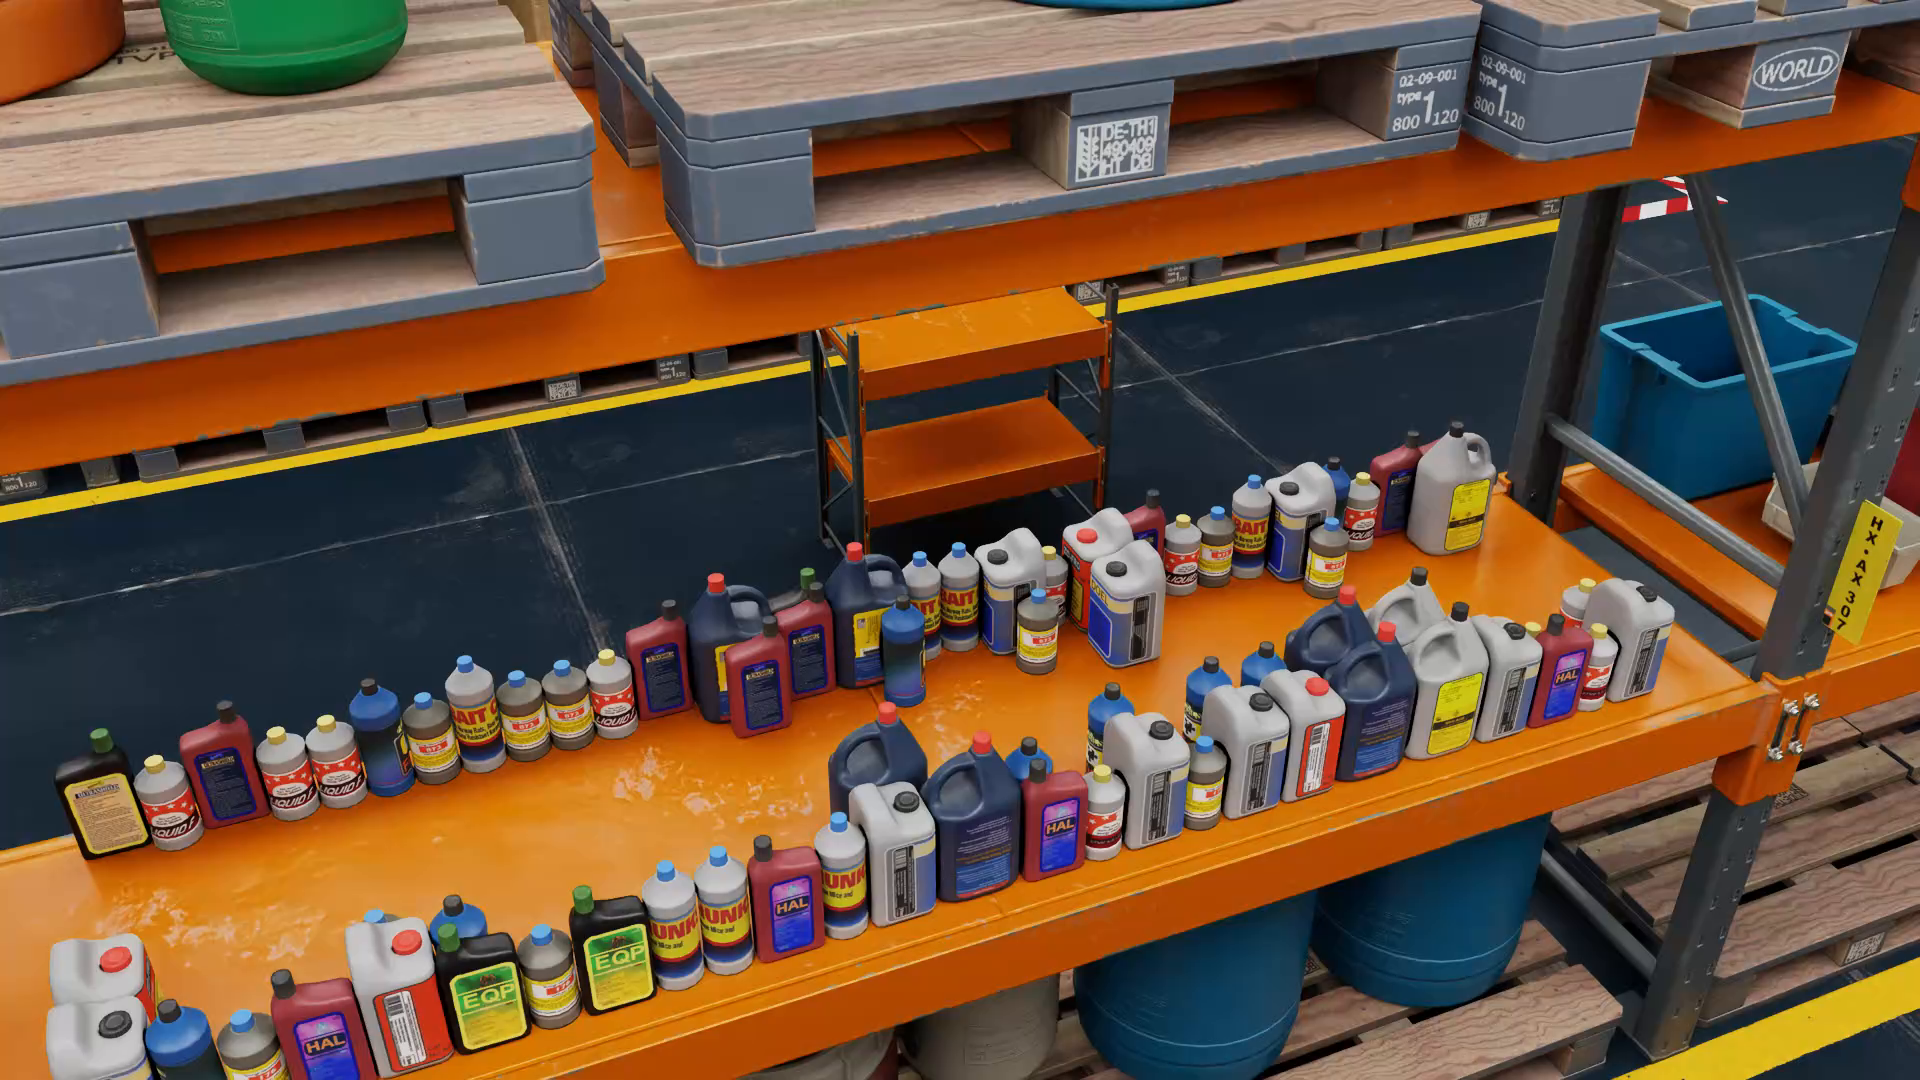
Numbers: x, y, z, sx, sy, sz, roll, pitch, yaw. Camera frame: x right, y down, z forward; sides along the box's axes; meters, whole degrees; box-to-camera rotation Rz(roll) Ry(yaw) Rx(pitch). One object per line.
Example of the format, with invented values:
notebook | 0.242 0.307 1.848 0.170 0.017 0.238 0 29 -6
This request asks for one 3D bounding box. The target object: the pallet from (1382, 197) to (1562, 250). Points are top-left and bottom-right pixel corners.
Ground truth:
pallet | 2.726 -2.070 9.738 1.213 0.211 1.003 -13 35 -19

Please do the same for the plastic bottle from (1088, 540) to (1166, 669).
plastic bottle | 0.388 0.142 3.894 0.135 0.276 0.152 -13 35 -19

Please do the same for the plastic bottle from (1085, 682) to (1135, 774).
plastic bottle | 0.313 0.414 3.481 0.097 0.271 0.097 0 33 0

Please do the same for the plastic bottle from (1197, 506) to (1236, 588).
plastic bottle | 0.638 0.010 4.166 0.097 0.201 0.097 0 33 0

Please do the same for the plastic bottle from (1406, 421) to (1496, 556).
plastic bottle | 1.269 -0.147 4.271 0.185 0.351 0.144 -13 35 -19

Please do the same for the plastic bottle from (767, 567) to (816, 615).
plastic bottle | -0.376 0.197 3.803 0.133 0.283 0.061 -13 35 -19

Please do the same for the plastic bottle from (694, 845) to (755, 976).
plastic bottle | -0.438 0.676 3.078 0.097 0.271 0.097 0 33 0

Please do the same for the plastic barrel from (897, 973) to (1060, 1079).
plastic barrel | 0.040 1.109 4.191 0.421 0.512 0.421 0 33 0

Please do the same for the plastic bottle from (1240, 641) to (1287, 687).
plastic bottle | 0.651 0.337 3.600 0.097 0.271 0.097 0 33 0

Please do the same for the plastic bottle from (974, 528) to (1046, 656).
plastic bottle | 0.115 0.115 3.937 0.135 0.276 0.152 -13 35 -19

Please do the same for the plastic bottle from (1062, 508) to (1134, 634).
plastic bottle | 0.329 0.066 4.012 0.135 0.276 0.152 -13 35 -19

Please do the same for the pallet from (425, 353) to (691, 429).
pallet | -2.019 -0.960 8.032 1.213 0.211 1.003 -13 35 -19

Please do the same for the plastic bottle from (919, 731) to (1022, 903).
plastic bottle | 0.020 0.524 3.239 0.185 0.351 0.144 -13 35 -19

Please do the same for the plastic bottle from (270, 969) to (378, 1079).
plastic bottle | -1.087 0.830 2.830 0.133 0.283 0.061 -13 35 -19

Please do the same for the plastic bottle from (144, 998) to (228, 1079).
plastic bottle | -1.290 0.871 2.779 0.097 0.271 0.097 0 33 0

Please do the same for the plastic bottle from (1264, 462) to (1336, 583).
plastic bottle | 0.845 -0.052 4.194 0.135 0.276 0.152 -13 35 -19

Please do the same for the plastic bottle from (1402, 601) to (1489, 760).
plastic bottle | 1.036 0.292 3.597 0.185 0.351 0.144 -13 35 -19

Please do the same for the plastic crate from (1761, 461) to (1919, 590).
plastic crate | 2.241 -0.029 4.230 0.243 0.136 0.396 -13 35 -19

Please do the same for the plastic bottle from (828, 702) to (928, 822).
plastic bottle | -0.163 0.476 3.313 0.185 0.351 0.144 -13 35 -19

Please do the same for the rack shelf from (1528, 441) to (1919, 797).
rack shelf | 3.601 -0.208 4.980 4.000 0.370 1.077 -13 35 -19

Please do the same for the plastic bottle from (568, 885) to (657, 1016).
plastic bottle | -0.627 0.725 2.992 0.133 0.283 0.061 -13 35 -19

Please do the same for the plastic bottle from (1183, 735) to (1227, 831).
plastic bottle | 0.496 0.492 3.426 0.097 0.201 0.097 0 33 0

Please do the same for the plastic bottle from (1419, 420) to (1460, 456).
plastic bottle | 1.253 -0.176 4.377 0.133 0.283 0.061 -13 35 -19

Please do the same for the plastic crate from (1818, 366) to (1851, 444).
plastic crate | 2.685 -0.369 4.764 0.590 0.125 0.437 -13 35 -19

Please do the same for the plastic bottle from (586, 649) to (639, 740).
plastic bottle | -0.769 0.332 3.671 0.097 0.201 0.097 0 33 0

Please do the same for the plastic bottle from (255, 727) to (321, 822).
plastic bottle | -1.397 0.476 3.450 0.097 0.201 0.097 0 33 0

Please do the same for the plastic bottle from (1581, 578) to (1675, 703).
plastic bottle | 1.518 0.210 3.790 0.135 0.276 0.152 -13 35 -19

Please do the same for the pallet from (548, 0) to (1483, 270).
pallet | 0.027 -0.810 2.668 1.213 0.211 1.003 -13 35 -19

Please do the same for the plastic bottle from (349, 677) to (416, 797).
plastic bottle | -1.218 0.406 3.494 0.097 0.271 0.097 0 33 0

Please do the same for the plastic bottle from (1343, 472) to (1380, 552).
plastic bottle | 1.031 -0.080 4.304 0.097 0.201 0.097 0 33 0

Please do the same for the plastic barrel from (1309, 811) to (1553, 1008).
plastic barrel | 1.249 0.722 4.429 0.708 0.901 0.600 -13 35 -19

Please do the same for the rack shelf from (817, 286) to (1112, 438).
rack shelf | 0.006 -0.718 6.286 1.000 0.278 0.538 -13 35 -19

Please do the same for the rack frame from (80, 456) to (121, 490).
rack frame | -3.845 -1.735 6.666 0.127 3.000 1.000 -13 35 -19

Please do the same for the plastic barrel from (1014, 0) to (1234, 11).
plastic barrel | 0.242 -1.294 2.393 0.708 0.901 0.600 -13 35 -19

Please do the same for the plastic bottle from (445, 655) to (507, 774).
plastic bottle | -1.038 0.365 3.557 0.097 0.271 0.097 0 33 0

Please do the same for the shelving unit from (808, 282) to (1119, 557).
shelving unit | 0.006 -0.473 6.445 1.048 1.125 0.538 -13 35 -19

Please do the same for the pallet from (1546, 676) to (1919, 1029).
pallet | 2.420 0.906 5.163 1.213 0.211 1.003 -13 35 -19

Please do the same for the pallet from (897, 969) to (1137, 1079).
pallet | -0.097 1.483 4.278 1.213 0.211 1.003 -13 35 -19

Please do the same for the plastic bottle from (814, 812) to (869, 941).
plastic bottle | -0.225 0.627 3.153 0.097 0.271 0.097 0 33 0

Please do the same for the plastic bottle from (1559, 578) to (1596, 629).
plastic bottle | 1.453 0.183 3.901 0.097 0.201 0.097 0 33 0

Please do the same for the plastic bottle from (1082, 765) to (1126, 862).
plastic bottle | 0.282 0.541 3.351 0.097 0.201 0.097 0 33 0

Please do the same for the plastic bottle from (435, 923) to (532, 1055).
plastic bottle | -0.839 0.774 2.917 0.133 0.283 0.061 -13 35 -19

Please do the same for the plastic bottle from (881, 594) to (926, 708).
plastic bottle | -0.126 0.241 3.747 0.097 0.271 0.097 0 33 0

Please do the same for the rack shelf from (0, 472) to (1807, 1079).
rack shelf | -0.087 0.636 3.682 4.000 0.370 1.077 -13 35 -19

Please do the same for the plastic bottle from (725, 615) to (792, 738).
plastic bottle | -0.443 0.298 3.649 0.133 0.283 0.061 -13 35 -19

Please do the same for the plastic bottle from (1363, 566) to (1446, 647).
plastic bottle | 0.980 0.219 3.708 0.185 0.351 0.144 -13 35 -19

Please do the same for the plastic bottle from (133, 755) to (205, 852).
plastic bottle | -1.610 0.525 3.375 0.097 0.201 0.097 0 33 0

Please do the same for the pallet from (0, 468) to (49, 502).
pallet | -4.620 -0.412 7.189 1.213 0.211 1.003 -13 35 -19

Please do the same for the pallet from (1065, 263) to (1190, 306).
pallet | 0.476 -1.555 8.946 1.213 0.211 1.003 -13 35 -19

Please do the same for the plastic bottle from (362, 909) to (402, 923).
plastic bottle | -1.046 0.755 3.022 0.097 0.201 0.097 0 33 0

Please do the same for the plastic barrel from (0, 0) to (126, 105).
plastic barrel | -1.407 -0.975 1.969 0.708 0.830 0.600 -13 35 -19

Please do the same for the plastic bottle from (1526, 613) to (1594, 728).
plastic bottle | 1.323 0.279 3.678 0.133 0.283 0.061 -13 35 -19

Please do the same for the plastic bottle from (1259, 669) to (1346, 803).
plastic bottle | 0.717 0.394 3.508 0.135 0.276 0.152 -13 35 -19

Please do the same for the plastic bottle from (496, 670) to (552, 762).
plastic bottle | -0.949 0.374 3.608 0.097 0.201 0.097 0 33 0

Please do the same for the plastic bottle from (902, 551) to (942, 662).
plastic bottle | -0.092 0.148 3.890 0.097 0.271 0.097 0 33 0

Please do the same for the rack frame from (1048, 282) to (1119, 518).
rack frame | 0.475 -0.580 6.610 0.032 1.125 0.500 -13 35 -19
